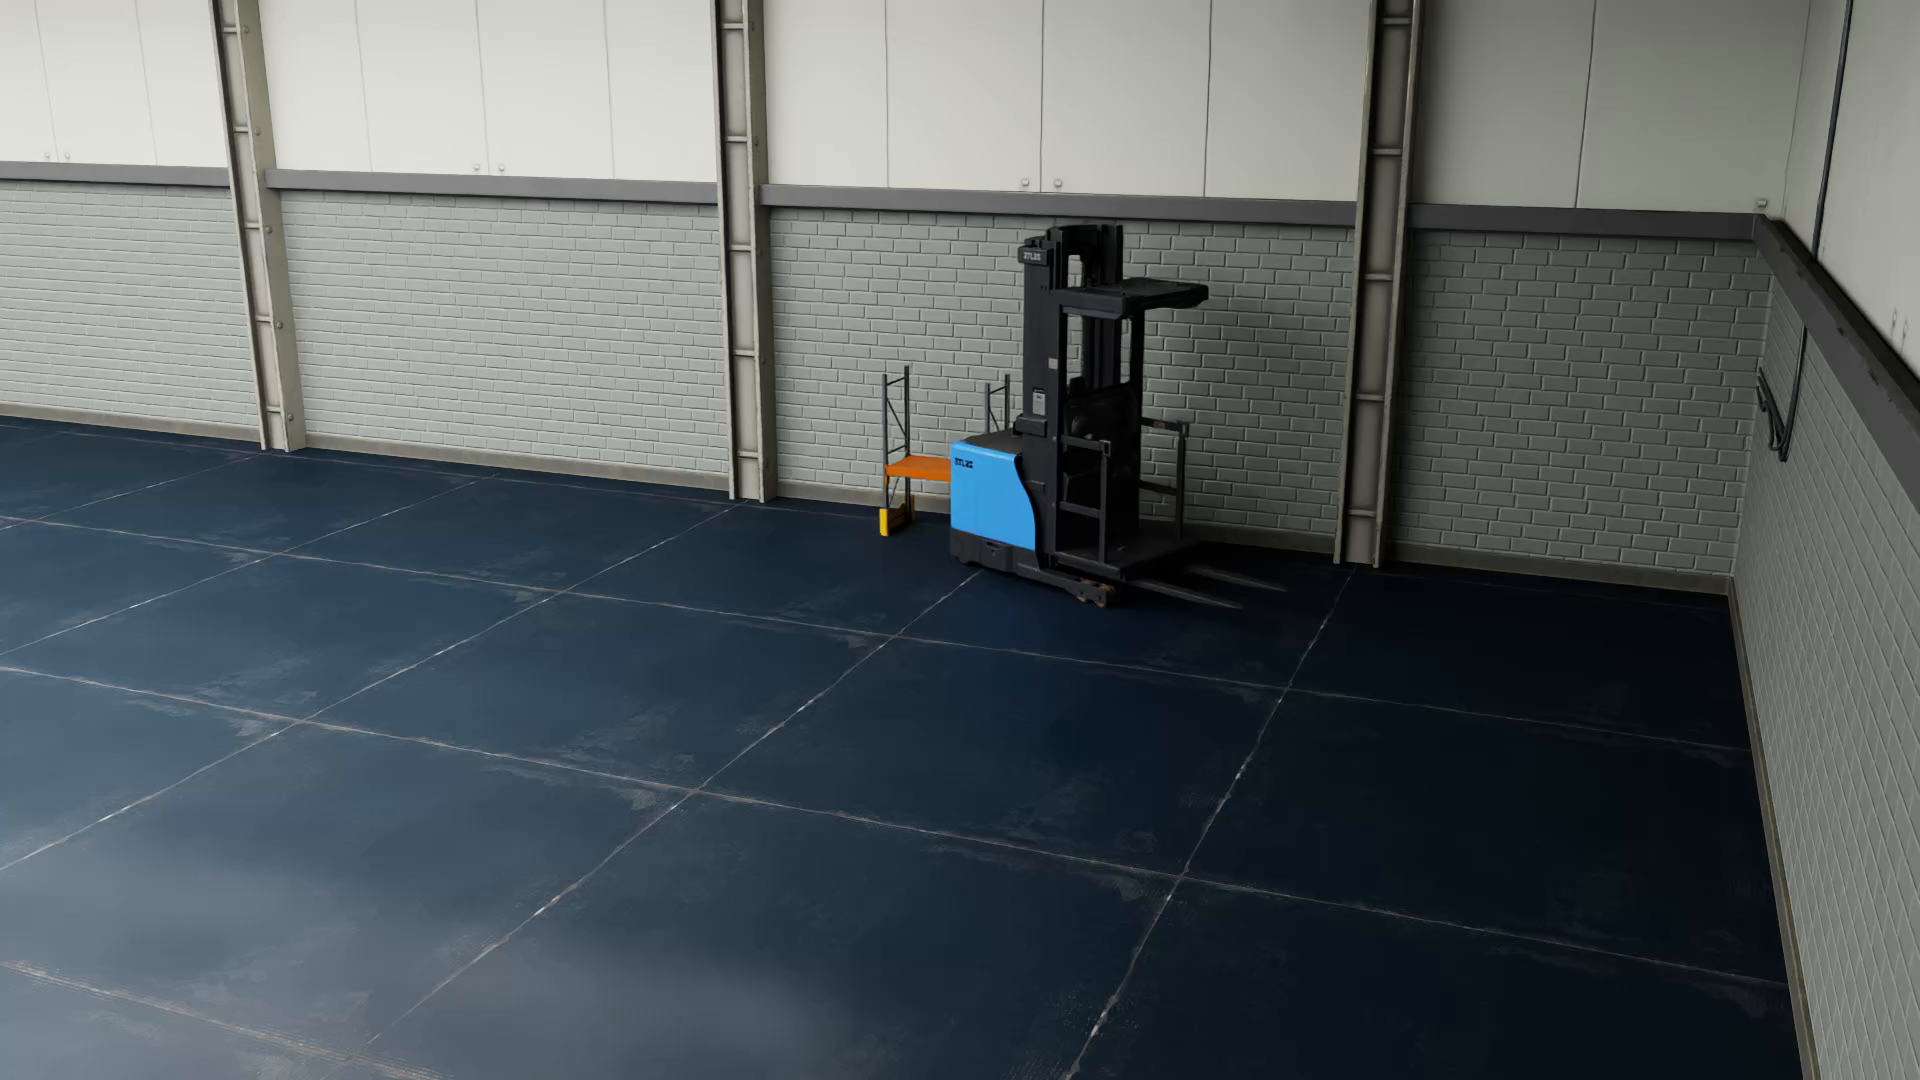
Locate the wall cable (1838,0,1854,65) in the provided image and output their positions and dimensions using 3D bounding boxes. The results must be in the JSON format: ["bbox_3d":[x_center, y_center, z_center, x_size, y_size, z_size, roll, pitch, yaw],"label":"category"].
[{"bbox_3d":[4.771,-3.729,8.464,0.112,2.526,3.097,6,17,21],"label":"wall cable"}]

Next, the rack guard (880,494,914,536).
[{"bbox_3d":[-0.589,-0.239,15.624,0.087,0.250,0.587,7,18,23],"label":"rack guard"}]

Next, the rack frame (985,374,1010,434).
[{"bbox_3d":[0.335,-0.722,15.046,0.032,1.500,0.500,7,18,23],"label":"rack frame"}]

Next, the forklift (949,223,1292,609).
[{"bbox_3d":[1.306,-1.034,13.553,3.031,2.935,1.130,15,22,42],"label":"forklift"}]

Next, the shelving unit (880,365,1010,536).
[{"bbox_3d":[-0.135,-0.781,15.252,1.083,1.500,0.587,7,18,23],"label":"shelving unit"}]

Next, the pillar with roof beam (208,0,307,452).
[{"bbox_3d":[-9.234,-4.251,13.754,0.400,9.000,9.100,6,17,21],"label":"pillar with roof beam"}]

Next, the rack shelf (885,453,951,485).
[{"bbox_3d":[-0.127,-0.608,15.298,1.000,0.185,0.538,7,18,23],"label":"rack shelf"}]

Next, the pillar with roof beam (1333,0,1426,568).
[{"bbox_3d":[1.929,-3.024,9.526,0.400,9.000,9.100,6,17,21],"label":"pillar with roof beam"}]

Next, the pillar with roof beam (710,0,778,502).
[{"bbox_3d":[-3.652,-3.638,11.640,0.400,9.000,9.100,6,17,21],"label":"pillar with roof beam"}]

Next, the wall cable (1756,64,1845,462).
[{"bbox_3d":[5.764,-2.005,11.585,0.112,2.526,3.097,6,17,21],"label":"wall cable"}]

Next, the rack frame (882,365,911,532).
[{"bbox_3d":[-0.590,-0.839,15.450,0.032,1.500,0.500,7,18,23],"label":"rack frame"}]
